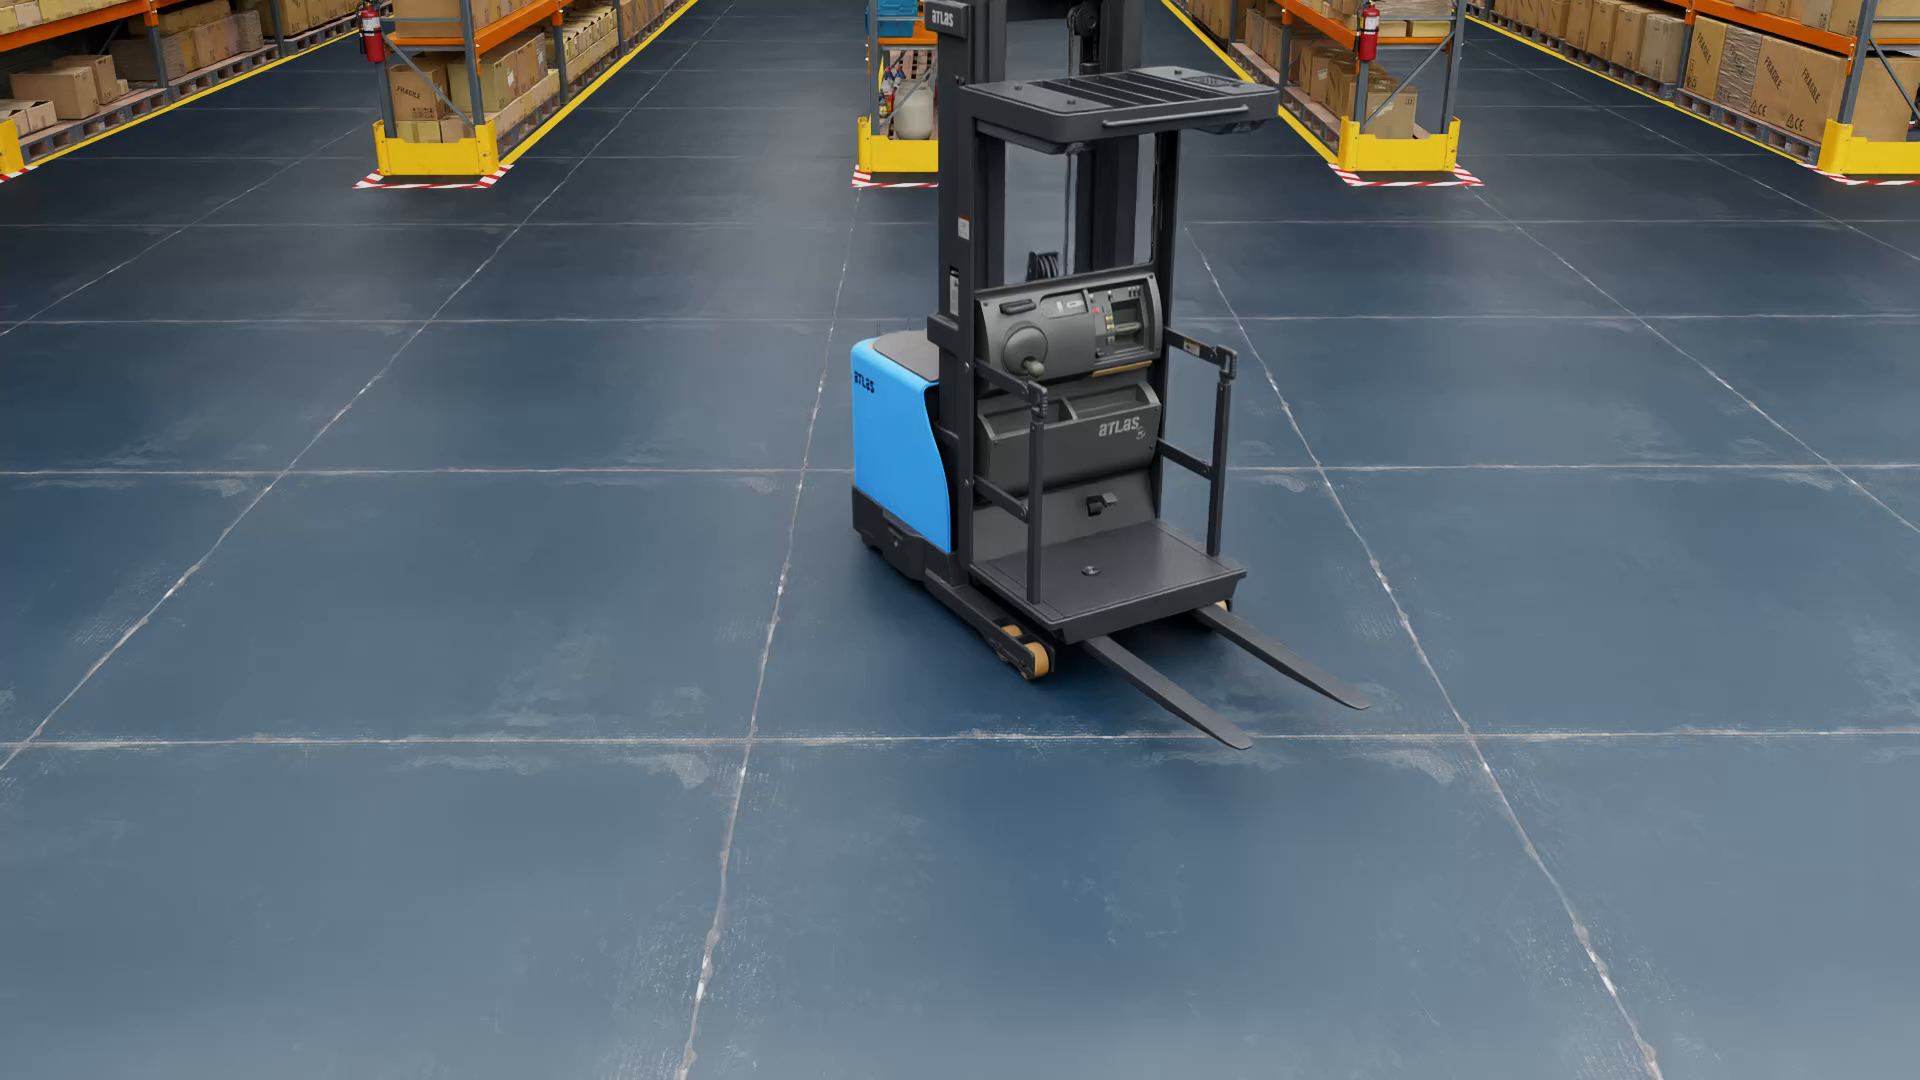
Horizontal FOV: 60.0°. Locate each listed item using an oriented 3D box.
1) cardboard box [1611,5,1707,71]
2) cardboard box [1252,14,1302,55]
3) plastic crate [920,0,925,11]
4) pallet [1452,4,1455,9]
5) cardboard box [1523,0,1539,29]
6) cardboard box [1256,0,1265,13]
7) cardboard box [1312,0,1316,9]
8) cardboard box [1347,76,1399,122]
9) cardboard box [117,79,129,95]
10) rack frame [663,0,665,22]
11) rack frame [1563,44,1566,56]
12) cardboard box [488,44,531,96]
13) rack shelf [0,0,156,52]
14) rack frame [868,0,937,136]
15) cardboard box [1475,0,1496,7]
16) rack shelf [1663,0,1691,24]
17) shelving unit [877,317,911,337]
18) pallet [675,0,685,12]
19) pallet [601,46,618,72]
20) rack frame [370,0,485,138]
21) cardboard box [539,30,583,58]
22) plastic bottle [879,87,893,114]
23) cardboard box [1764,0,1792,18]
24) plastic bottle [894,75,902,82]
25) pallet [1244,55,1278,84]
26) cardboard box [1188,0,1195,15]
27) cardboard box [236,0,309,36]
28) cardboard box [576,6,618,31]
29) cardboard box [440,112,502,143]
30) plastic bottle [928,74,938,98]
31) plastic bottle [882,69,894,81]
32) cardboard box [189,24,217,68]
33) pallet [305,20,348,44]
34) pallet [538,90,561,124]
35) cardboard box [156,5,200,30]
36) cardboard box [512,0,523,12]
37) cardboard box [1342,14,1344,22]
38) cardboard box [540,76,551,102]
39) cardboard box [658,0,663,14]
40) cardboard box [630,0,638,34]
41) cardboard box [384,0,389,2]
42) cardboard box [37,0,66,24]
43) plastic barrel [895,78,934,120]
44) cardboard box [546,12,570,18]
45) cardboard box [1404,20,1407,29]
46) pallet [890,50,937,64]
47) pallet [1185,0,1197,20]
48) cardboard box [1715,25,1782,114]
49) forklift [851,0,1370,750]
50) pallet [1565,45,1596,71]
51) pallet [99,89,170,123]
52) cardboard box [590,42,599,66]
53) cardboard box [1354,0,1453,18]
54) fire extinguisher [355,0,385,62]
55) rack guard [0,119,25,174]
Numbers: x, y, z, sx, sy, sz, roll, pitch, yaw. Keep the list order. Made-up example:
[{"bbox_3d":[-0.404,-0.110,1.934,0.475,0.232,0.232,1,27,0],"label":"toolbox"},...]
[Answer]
[{"bbox_3d":[9.356,-6.667,22.072,1.050,0.750,0.750,0,24,-1],"label":"cardboard box"},{"bbox_3d":[4.501,-7.073,23.248,0.700,0.500,0.500,-2,24,-5],"label":"cardboard box"},{"bbox_3d":[-0.183,-6.057,18.823,0.530,0.136,0.437,0,24,-1],"label":"plastic crate"},{"bbox_3d":[9.313,-9.655,29.841,1.003,0.211,1.213,0,24,-1],"label":"pallet"},{"bbox_3d":[9.123,-8.251,25.876,0.500,0.500,0.500,-1,24,-3],"label":"cardboard box"},{"bbox_3d":[4.492,-7.643,23.599,0.500,0.250,0.500,1,24,2],"label":"cardboard box"},{"bbox_3d":[4.238,-6.148,19.009,0.380,0.149,0.250,0,24,-1],"label":"cardboard box"},{"bbox_3d":[4.511,-4.775,18.192,0.500,0.500,0.500,6,25,13],"label":"cardboard box"},{"bbox_3d":[-10.325,-5.490,20.153,0.380,0.166,0.250,-3,25,-7],"label":"cardboard box"},{"bbox_3d":[-5.495,-10.121,27.488,1.000,3.000,0.127,0,24,-1],"label":"rack frame"},{"bbox_3d":[9.416,-8.496,23.896,1.000,3.000,0.127,0,24,-1],"label":"rack frame"},{"bbox_3d":[-5.161,-5.297,18.738,0.500,0.500,0.500,0,24,-1],"label":"cardboard box"},{"bbox_3d":[-10.339,-5.649,18.473,1.077,0.370,4.000,0,24,-1],"label":"rack shelf"},{"bbox_3d":[-0.411,-5.197,16.601,1.000,3.000,0.127,0,24,-1],"label":"rack frame"},{"bbox_3d":[9.027,-9.197,28.395,0.380,0.149,0.250,0,24,0],"label":"cardboard box"},{"bbox_3d":[9.437,-7.345,22.222,1.077,0.370,4.000,0,24,-1],"label":"rack shelf"},{"bbox_3d":[-0.288,-0.643,8.897,0.215,1.050,0.252,-14,28,-27],"label":"shelving unit"},{"bbox_3d":[-5.517,-9.637,29.803,1.003,0.211,1.213,0,24,-1],"label":"pallet"},{"bbox_3d":[-5.481,-6.863,23.668,1.003,0.211,1.213,0,24,-1],"label":"pallet"},{"bbox_3d":[-5.364,-5.176,16.555,1.000,3.000,0.127,0,24,-1],"label":"rack frame"},{"bbox_3d":[-5.163,-6.396,21.399,0.500,0.311,0.500,-1,24,-1],"label":"cardboard box"},{"bbox_3d":[-0.844,-5.015,18.970,0.152,0.276,0.135,0,24,0],"label":"plastic bottle"},{"bbox_3d":[9.498,-6.097,18.409,0.875,0.550,0.500,0,24,-1],"label":"cardboard box"},{"bbox_3d":[-0.738,-5.409,19.846,0.097,0.271,0.097,0,24,0],"label":"plastic bottle"},{"bbox_3d":[4.472,-6.422,22.693,1.003,0.211,1.213,0,24,-1],"label":"pallet"},{"bbox_3d":[4.438,-9.124,27.352,1.225,0.875,0.875,0,24,0],"label":"cardboard box"},{"bbox_3d":[-10.281,-7.964,24.819,0.750,0.750,0.750,-1,24,-1],"label":"cardboard box"},{"bbox_3d":[-5.199,-7.452,23.733,0.500,0.311,0.500,0,24,1],"label":"cardboard box"},{"bbox_3d":[-5.147,-4.337,17.526,0.500,0.250,0.500,0,24,-1],"label":"cardboard box"},{"bbox_3d":[-0.305,-5.451,19.933,0.152,0.276,0.135,0,24,-1],"label":"plastic bottle"},{"bbox_3d":[-0.858,-5.426,19.789,0.144,0.351,0.185,-1,24,-3],"label":"plastic bottle"},{"bbox_3d":[-10.406,-6.589,22.177,0.700,0.500,0.500,0,24,0],"label":"cardboard box"},{"bbox_3d":[-10.348,-8.005,26.193,1.003,0.211,1.213,0,24,-1],"label":"pallet"},{"bbox_3d":[-5.441,-5.226,20.049,1.003,0.211,1.213,0,24,-1],"label":"pallet"},{"bbox_3d":[-10.403,-6.903,21.962,0.500,0.250,0.500,-1,24,-2],"label":"cardboard box"},{"bbox_3d":[-5.382,-6.263,18.837,0.700,0.500,0.500,0,24,0],"label":"cardboard box"},{"bbox_3d":[4.328,-5.633,17.871,0.380,0.149,0.250,0,24,-1],"label":"cardboard box"},{"bbox_3d":[-5.188,-5.367,19.803,0.500,0.250,0.500,0,24,-1],"label":"cardboard box"},{"bbox_3d":[-5.203,-8.981,27.466,0.500,0.500,0.500,0,24,-1],"label":"cardboard box"},{"bbox_3d":[-5.181,-7.939,25.163,0.500,0.500,0.500,-1,24,-2],"label":"cardboard box"},{"bbox_3d":[-10.356,-9.665,29.004,0.700,0.500,0.500,0,24,-1],"label":"cardboard box"},{"bbox_3d":[-10.024,-5.720,17.914,0.500,0.250,0.500,-1,24,-1],"label":"cardboard box"},{"bbox_3d":[-0.500,-4.732,18.082,0.421,0.512,0.421,0,24,0],"label":"plastic barrel"},{"bbox_3d":[-5.725,-7.233,23.250,0.500,0.311,0.500,-1,24,-2],"label":"cardboard box"},{"bbox_3d":[4.794,-5.326,17.192,0.380,0.149,0.250,0,24,-1],"label":"cardboard box"},{"bbox_3d":[-0.528,-6.904,23.758,1.003,0.211,1.213,0,24,-1],"label":"pallet"},{"bbox_3d":[4.481,-9.207,28.851,1.003,0.211,1.213,0,24,-1],"label":"pallet"},{"bbox_3d":[9.410,-5.441,19.208,0.875,0.875,0.875,0,24,0],"label":"cardboard box"},{"bbox_3d":[0.613,-0.932,7.253,1.130,2.935,3.031,-13,28,-27],"label":"forklift"},{"bbox_3d":[9.349,-6.901,23.752,1.003,0.211,1.213,0,24,-1],"label":"pallet"},{"bbox_3d":[-10.318,-5.254,20.110,1.003,0.211,1.213,0,24,-1],"label":"pallet"},{"bbox_3d":[-5.181,-6.564,22.450,0.500,0.250,0.500,0,24,0],"label":"cardboard box"},{"bbox_3d":[4.564,-5.627,17.069,0.875,0.500,0.500,0,24,-1],"label":"cardboard box"},{"bbox_3d":[-5.827,-5.090,16.459,0.296,0.674,0.183,0,24,-1],"label":"fire extinguisher"},{"bbox_3d":[-10.318,-4.045,17.087,1.175,0.500,0.348,0,24,-1],"label":"rack guard"}]
